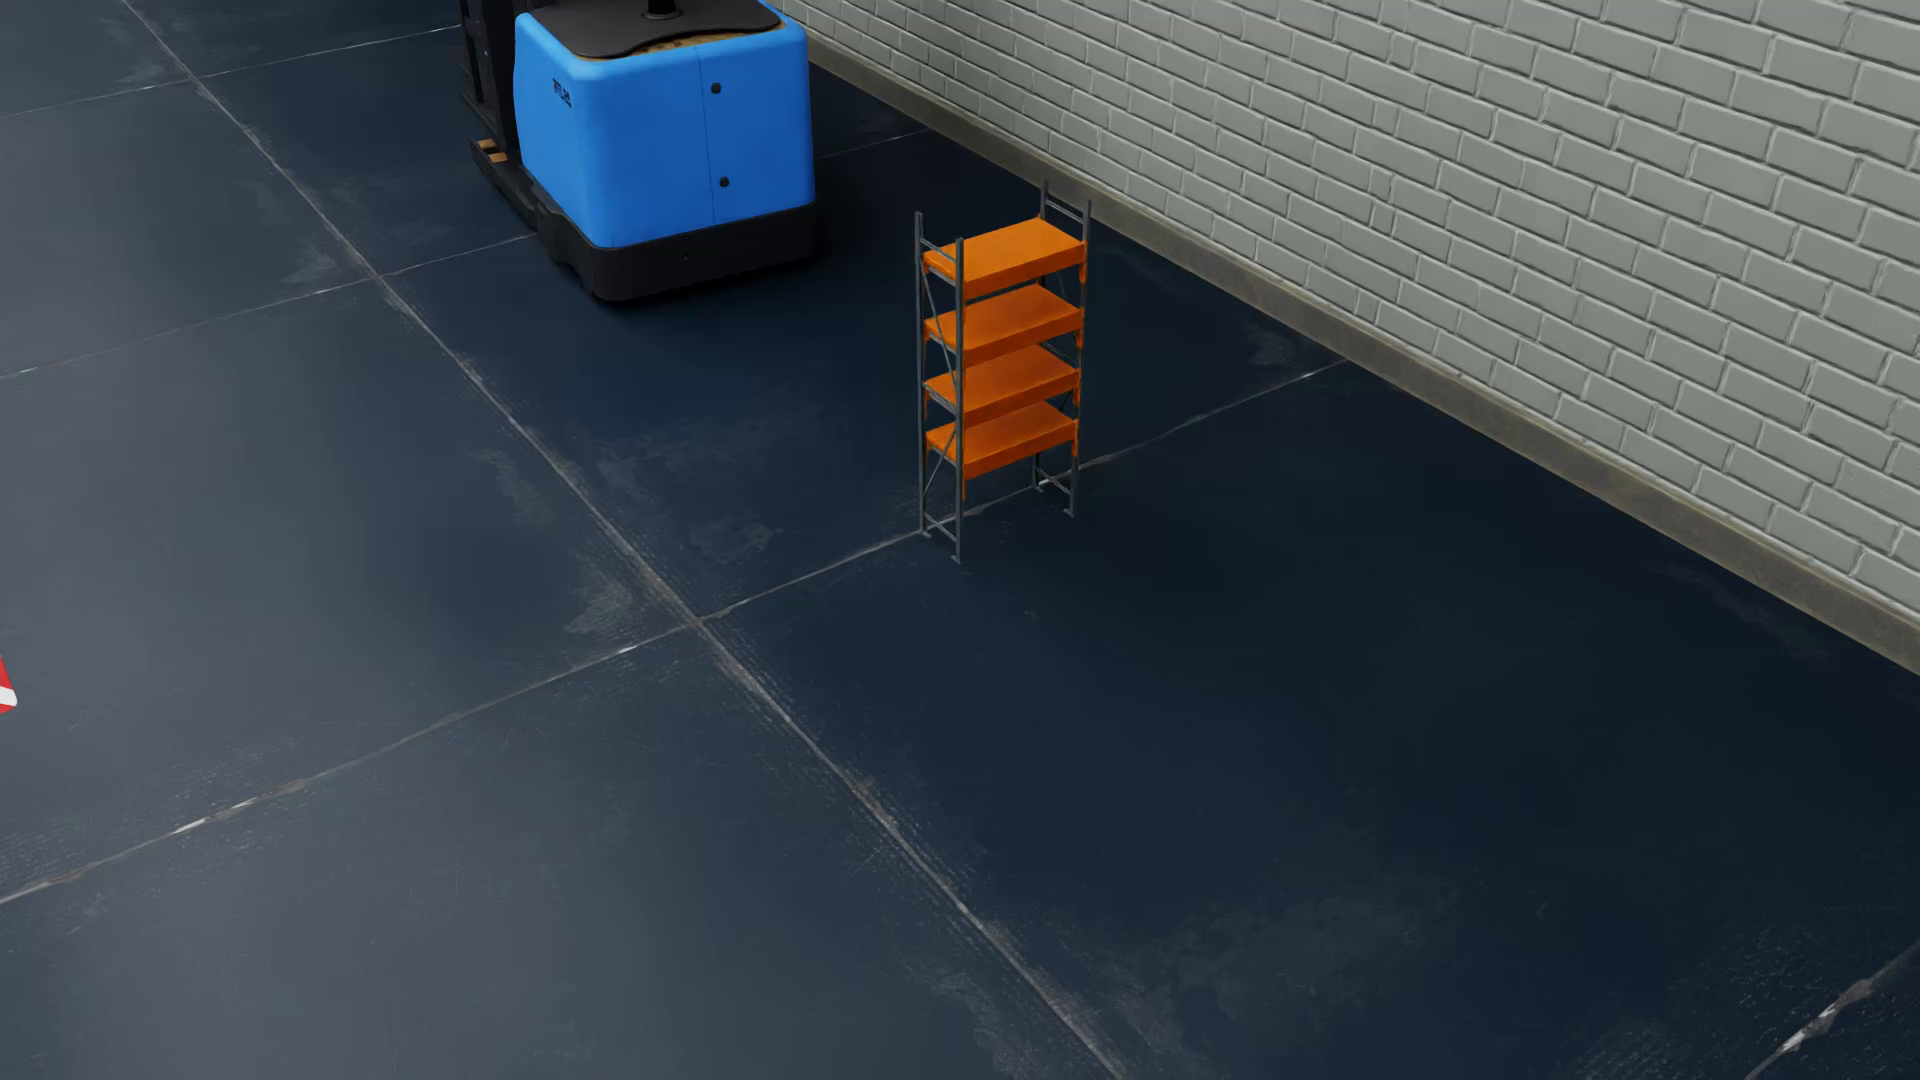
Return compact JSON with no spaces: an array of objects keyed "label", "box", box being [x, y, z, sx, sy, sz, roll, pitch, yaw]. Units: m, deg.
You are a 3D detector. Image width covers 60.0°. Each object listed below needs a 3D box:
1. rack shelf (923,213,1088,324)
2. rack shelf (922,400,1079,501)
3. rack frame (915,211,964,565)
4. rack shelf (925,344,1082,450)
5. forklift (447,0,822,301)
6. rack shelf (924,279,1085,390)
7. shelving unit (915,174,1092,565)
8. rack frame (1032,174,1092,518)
[{"label":"rack shelf","box":[0.135,-0.862,5.248,0.480,0.148,0.258,-22,41,-28]},{"label":"rack shelf","box":[0.135,-0.327,5.632,0.480,0.148,0.258,-22,41,-28]},{"label":"rack frame","box":[-0.064,-0.461,5.363,0.015,1.200,0.240,-22,41,-28]},{"label":"rack shelf","box":[0.135,-0.488,5.516,0.480,0.148,0.258,-22,41,-28]},{"label":"forklift","box":[-1.779,-3.038,7.464,1.130,2.935,3.031,-18,40,-23]},{"label":"rack shelf","box":[0.135,-0.670,5.386,0.480,0.148,0.258,-22,41,-28]},{"label":"shelving unit","box":[0.135,-0.543,5.477,0.503,1.200,0.258,-22,41,-28]},{"label":"rack frame","box":[0.335,-0.625,5.591,0.015,1.200,0.240,-22,41,-28]}]
